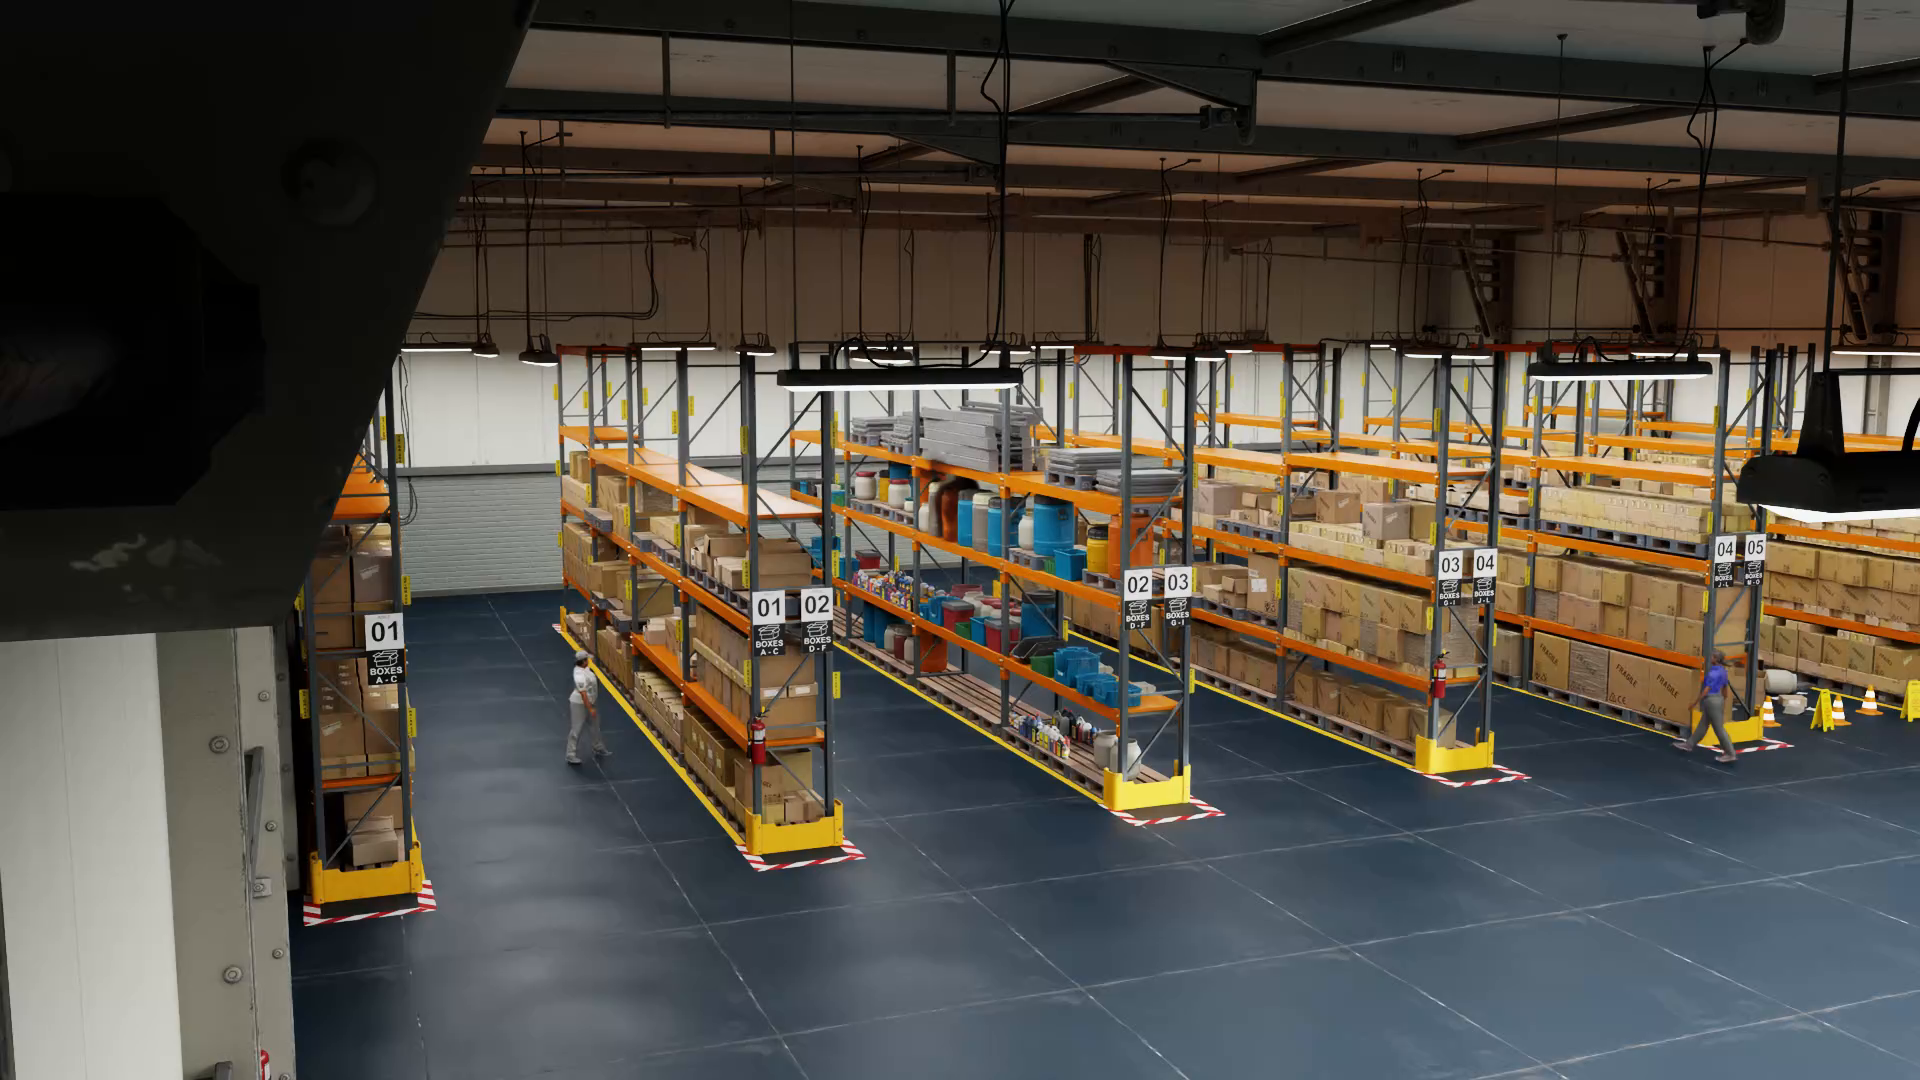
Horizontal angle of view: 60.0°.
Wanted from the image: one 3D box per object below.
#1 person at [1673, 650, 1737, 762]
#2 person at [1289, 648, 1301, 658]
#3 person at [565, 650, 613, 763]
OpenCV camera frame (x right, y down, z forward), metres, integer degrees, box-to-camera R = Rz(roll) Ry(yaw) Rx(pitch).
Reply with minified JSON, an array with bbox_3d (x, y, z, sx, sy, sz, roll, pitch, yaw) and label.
[{"bbox_3d":[11.020,2.406,24.512,0.580,1.597,0.985,-6,9,-40],"label":"person"},{"bbox_3d":[6.406,1.493,31.445,0.652,1.791,0.667,-1,7,-5],"label":"person"},{"bbox_3d":[-5.479,2.425,24.460,0.551,1.676,0.680,1,7,5],"label":"person"}]
